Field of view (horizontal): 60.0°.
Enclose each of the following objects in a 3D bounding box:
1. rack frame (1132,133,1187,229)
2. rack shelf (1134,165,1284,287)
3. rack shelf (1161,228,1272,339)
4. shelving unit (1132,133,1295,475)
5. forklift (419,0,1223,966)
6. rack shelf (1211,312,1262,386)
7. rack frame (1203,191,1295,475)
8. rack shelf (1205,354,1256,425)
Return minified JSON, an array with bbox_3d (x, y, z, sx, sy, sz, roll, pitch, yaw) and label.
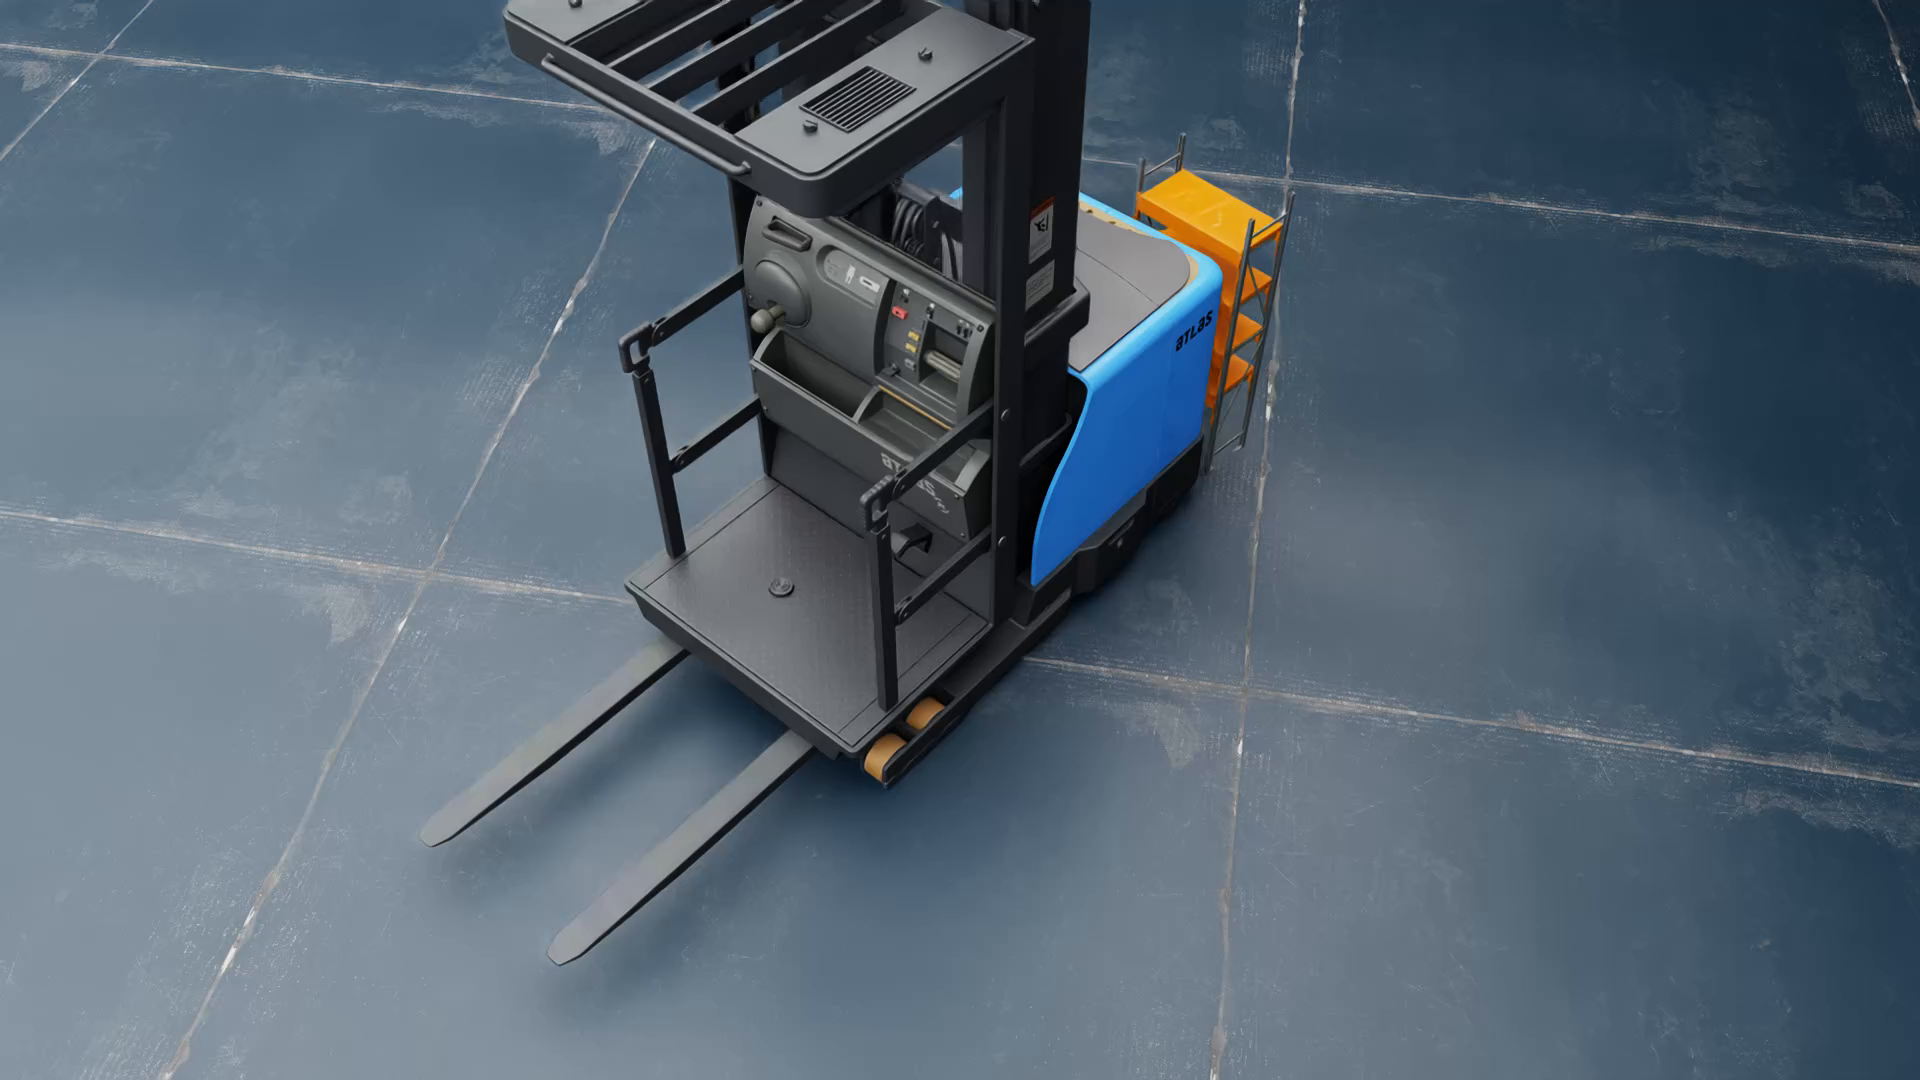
[{"bbox_3d":[0.706,-0.983,6.321,0.240,1.200,0.015,-35,57,-29],"label":"rack frame"},{"bbox_3d":[0.886,-1.123,5.919,0.258,0.148,0.480,-35,57,-29],"label":"rack shelf"},{"bbox_3d":[0.881,-0.961,6.091,0.258,0.148,0.480,-35,57,-29],"label":"rack shelf"},{"bbox_3d":[0.877,-0.854,6.205,0.258,1.200,0.503,-35,57,-29],"label":"shelving unit"},{"bbox_3d":[-0.429,-0.605,4.823,1.130,2.935,3.031,33,56,26],"label":"forklift"},{"bbox_3d":[0.876,-0.808,6.254,0.258,0.148,0.480,-35,57,-29],"label":"rack shelf"},{"bbox_3d":[1.049,-0.725,6.089,0.240,1.200,0.015,-35,57,-29],"label":"rack frame"},{"bbox_3d":[0.872,-0.672,6.399,0.258,0.148,0.480,-35,57,-29],"label":"rack shelf"}]
